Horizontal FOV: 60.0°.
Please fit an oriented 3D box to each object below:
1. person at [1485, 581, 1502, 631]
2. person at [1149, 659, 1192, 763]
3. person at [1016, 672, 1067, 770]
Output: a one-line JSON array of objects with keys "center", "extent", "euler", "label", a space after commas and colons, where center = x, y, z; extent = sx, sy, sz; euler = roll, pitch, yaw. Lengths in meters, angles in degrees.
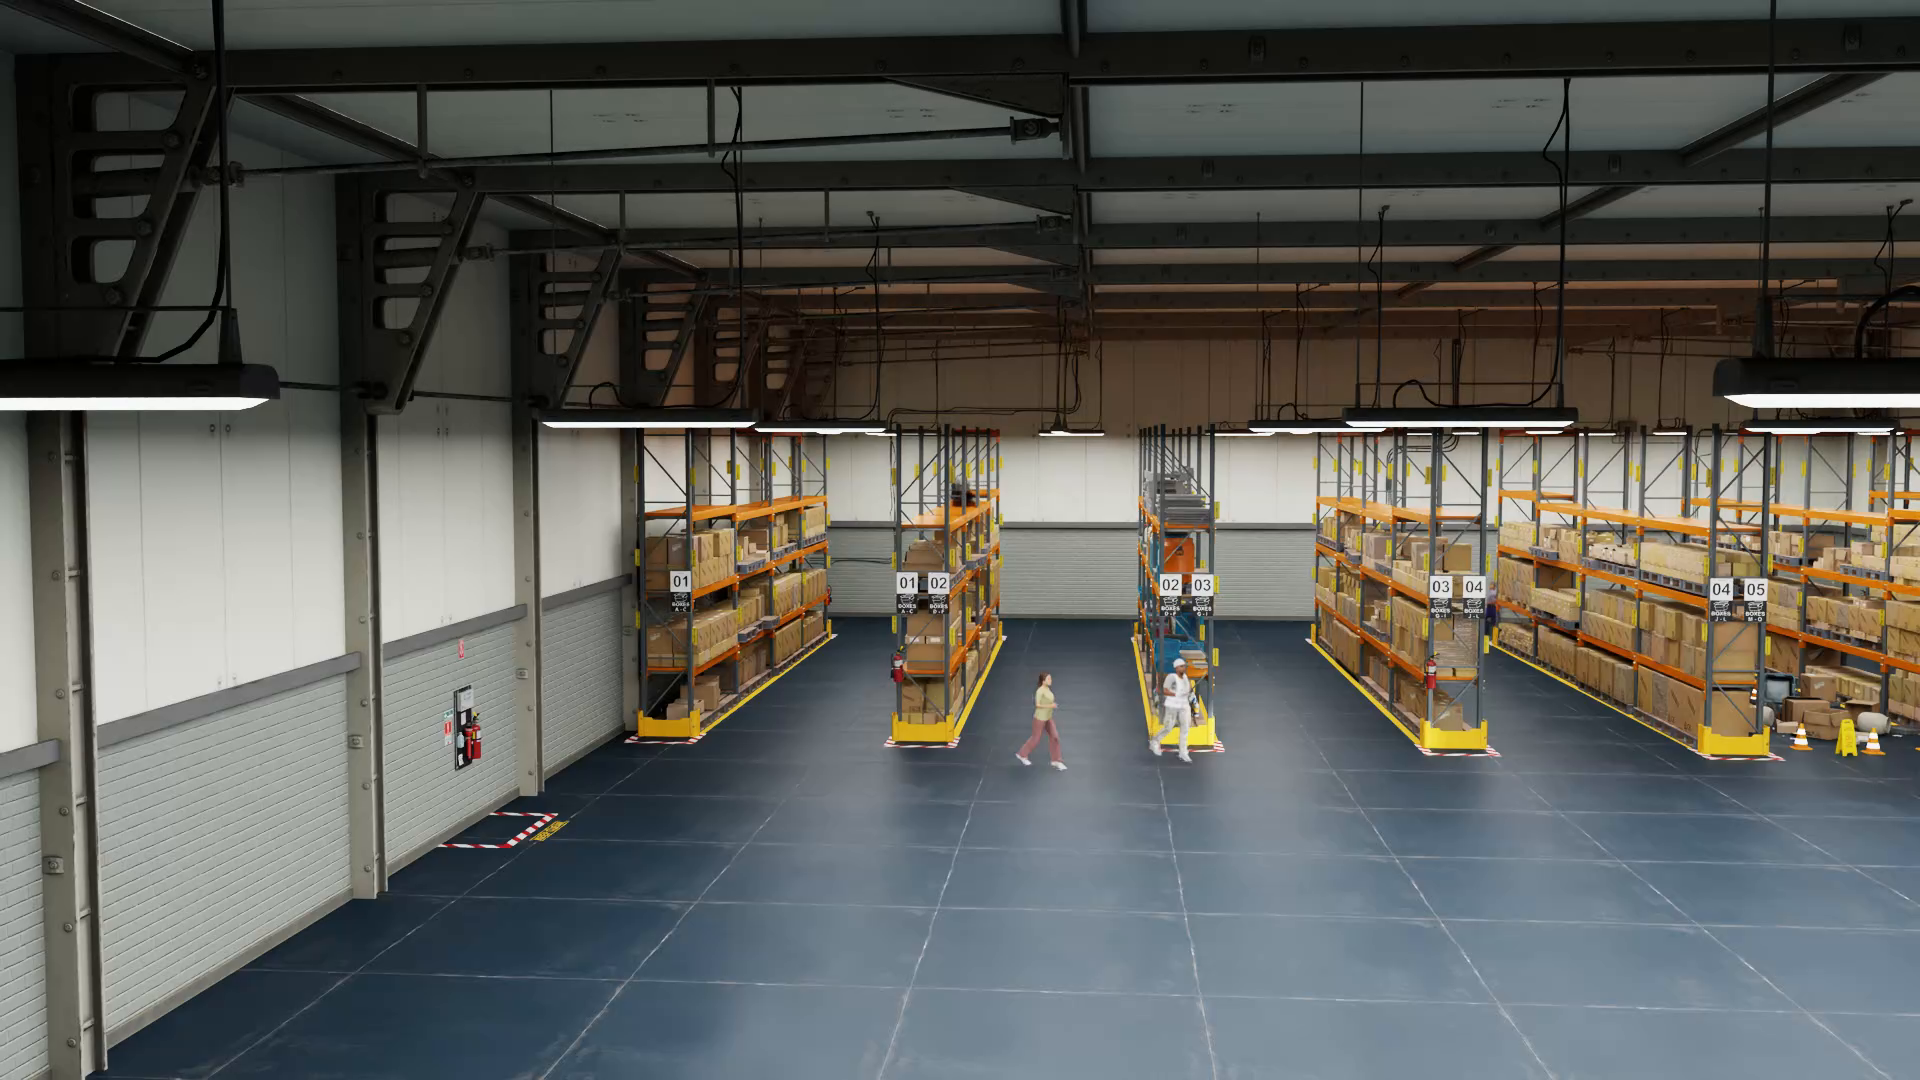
[{"center": [15.240, 2.021, 47.561], "extent": [0.809, 1.688, 0.607], "euler": [0, 3, 4], "label": "person"}, {"center": [3.853, 3.018, 29.715], "extent": [0.687, 1.803, 0.900], "euler": [-3, 5, -41], "label": "person"}, {"center": [1.411, 3.120, 28.816], "extent": [0.927, 1.682, 0.540], "euler": [2, 4, 30], "label": "person"}]
